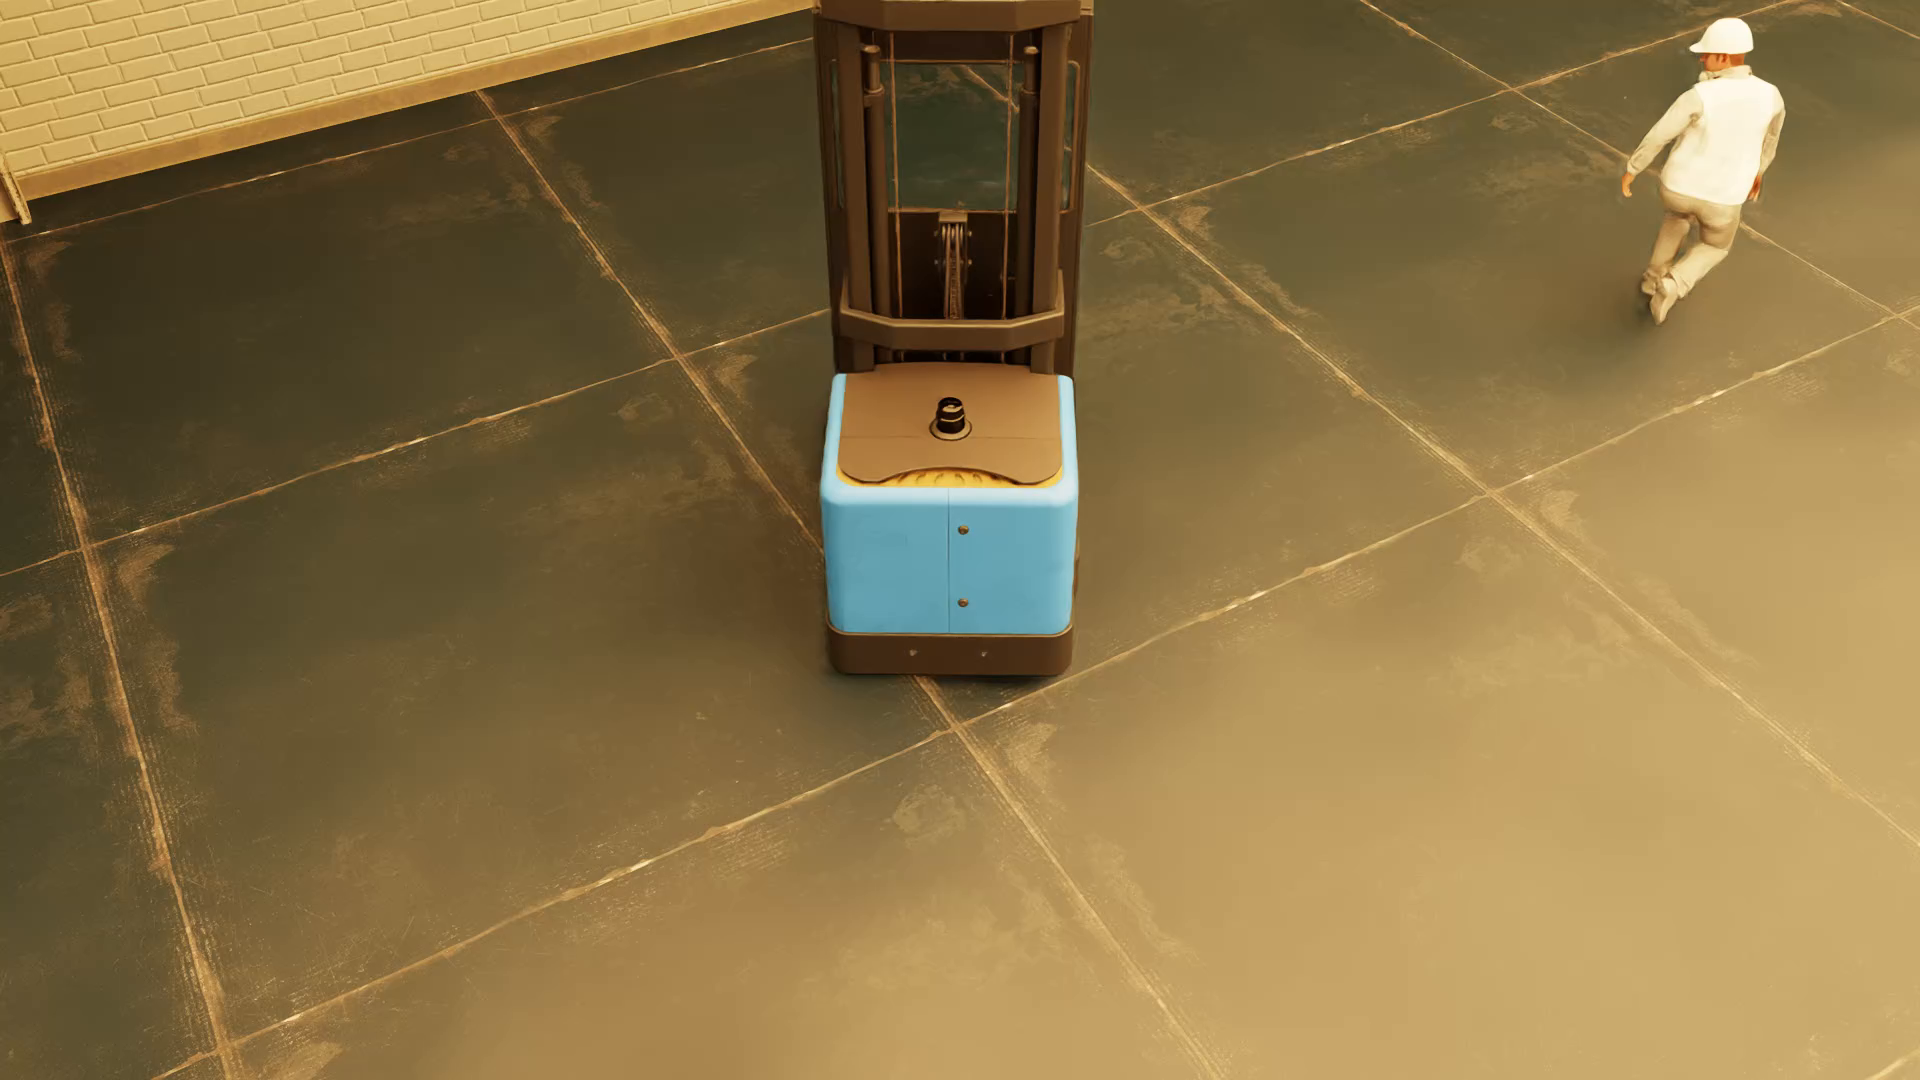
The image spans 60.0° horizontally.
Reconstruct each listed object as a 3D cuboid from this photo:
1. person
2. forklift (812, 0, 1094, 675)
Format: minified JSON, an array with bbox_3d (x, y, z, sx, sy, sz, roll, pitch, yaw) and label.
[{"bbox_3d":[3.865,-1.923,8.739,0.688,1.544,0.703,19,46,19],"label":"person"},{"bbox_3d":[-0.024,-1.475,7.288,1.130,2.935,3.031,1,43,1],"label":"forklift"}]
